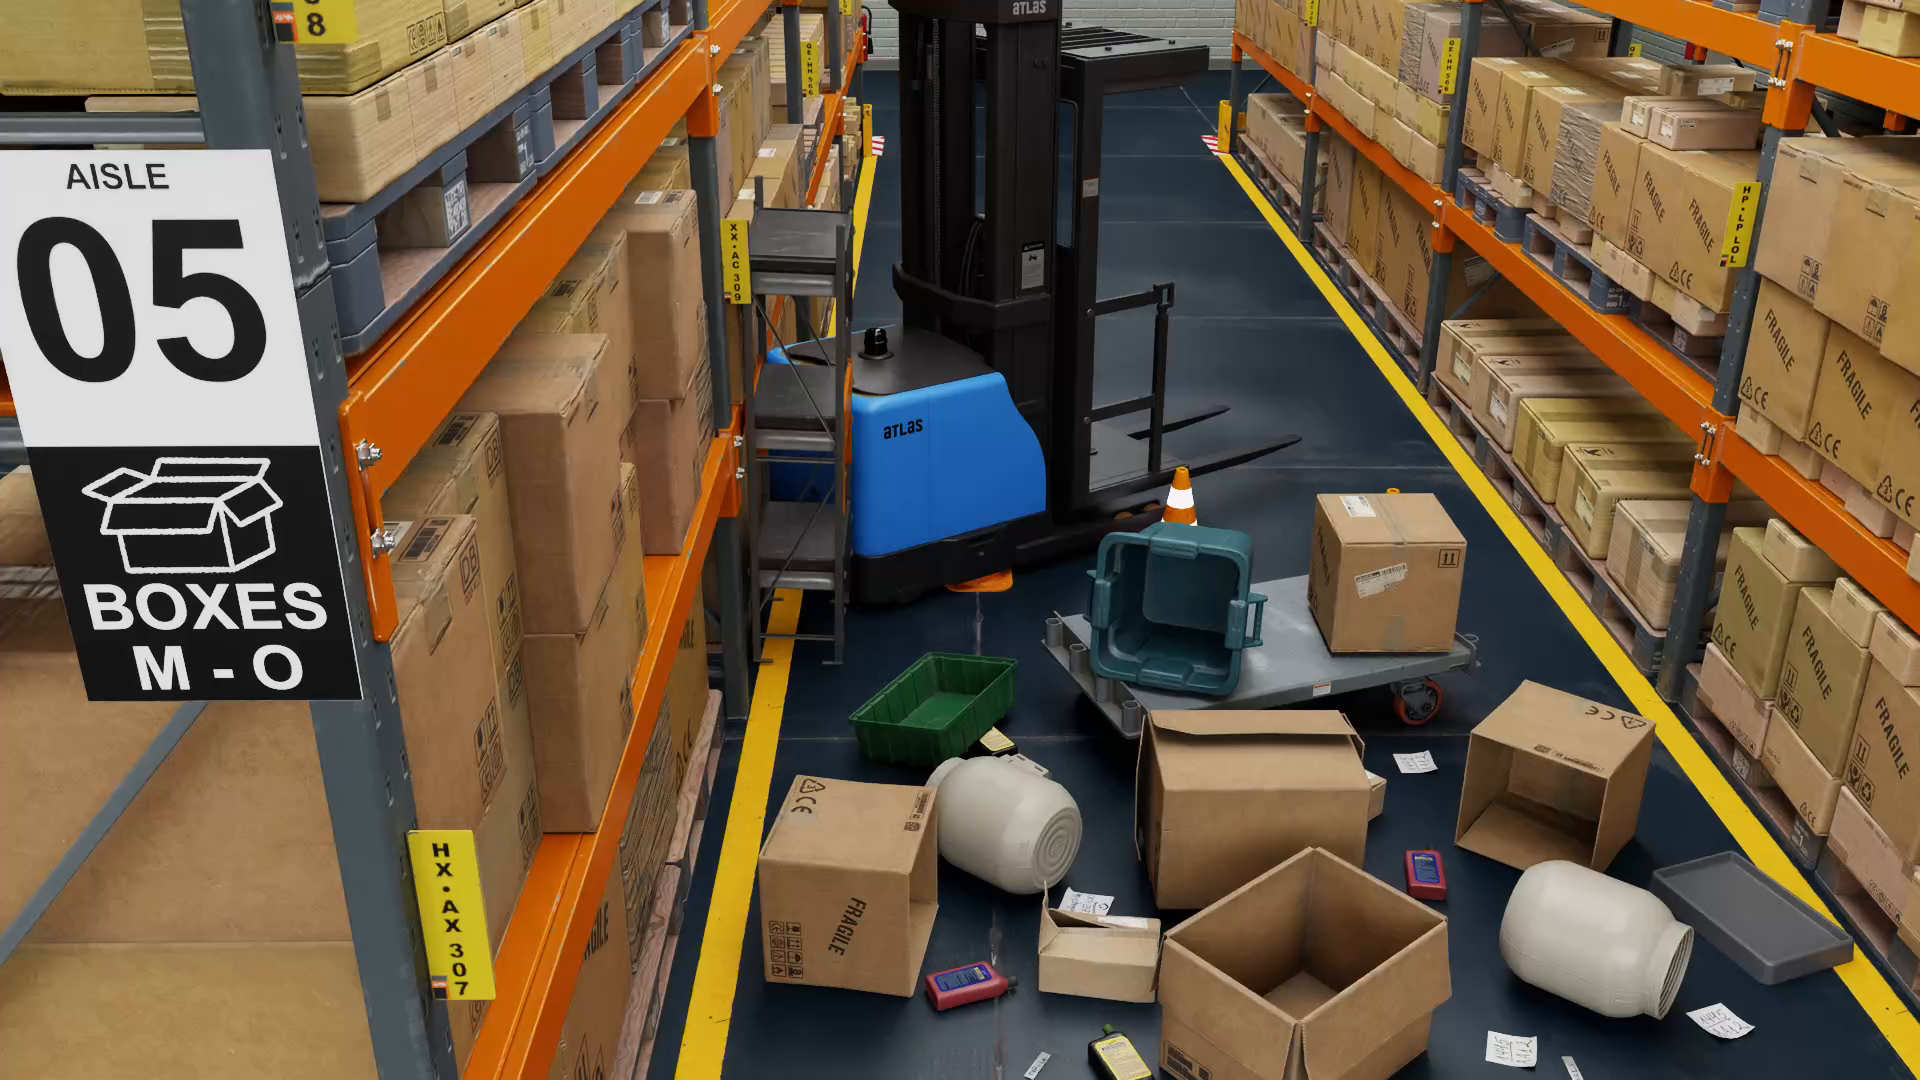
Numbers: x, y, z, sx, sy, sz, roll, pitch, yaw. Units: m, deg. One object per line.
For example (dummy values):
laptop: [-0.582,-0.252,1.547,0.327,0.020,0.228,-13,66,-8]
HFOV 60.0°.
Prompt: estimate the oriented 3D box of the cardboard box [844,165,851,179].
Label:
cardboard box: [-1.228,-3.494,15.785,0.380,0.149,0.250,-1,24,-2]

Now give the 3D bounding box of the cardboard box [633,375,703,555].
cardboard box: [-1.359,-0.309,5.611,0.875,0.550,0.550,0,24,-1]

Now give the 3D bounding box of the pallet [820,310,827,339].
pallet: [-1.454,-1.319,11.410,1.003,0.211,1.213,0,24,-1]

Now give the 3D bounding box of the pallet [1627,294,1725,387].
pallet: [3.682,-0.911,7.358,1.003,0.211,1.213,0,24,-1]

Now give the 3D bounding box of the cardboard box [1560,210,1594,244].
cardboard box: [3.288,-1.607,8.459,0.380,0.149,0.250,1,24,1]

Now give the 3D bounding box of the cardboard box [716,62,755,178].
cardboard box: [-1.438,-2.164,8.559,0.700,0.500,0.500,-1,24,-1]

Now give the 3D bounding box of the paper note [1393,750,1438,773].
paper note: [1.845,0.896,6.732,0.148,0.019,0.142,0,24,-1]

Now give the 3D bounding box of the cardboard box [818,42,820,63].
cardboard box: [-1.285,-3.754,12.845,0.380,0.149,0.250,1,24,2]

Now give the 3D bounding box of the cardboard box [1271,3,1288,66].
cardboard box: [3.166,-4.634,15.235,0.500,0.500,0.500,-1,24,-1]

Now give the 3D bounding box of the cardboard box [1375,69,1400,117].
cardboard box: [3.207,-3.111,11.565,0.500,0.250,0.500,-1,24,-2]

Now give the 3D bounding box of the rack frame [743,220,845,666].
rack frame: [-0.686,-0.330,6.932,0.400,2.100,0.015,2,33,-1]

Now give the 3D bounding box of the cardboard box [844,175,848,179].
cardboard box: [-1.175,-3.094,14.541,0.380,0.149,0.250,1,24,2]

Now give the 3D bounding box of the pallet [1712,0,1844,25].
pallet: [3.645,-2.219,6.604,1.213,0.211,1.003,0,24,-1]

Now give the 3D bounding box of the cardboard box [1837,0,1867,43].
cardboard box: [3.301,-1.804,5.764,0.380,0.149,0.250,-1,24,-1]

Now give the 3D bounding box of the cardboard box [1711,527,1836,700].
cardboard box: [3.282,0.281,6.406,0.500,0.500,0.500,1,24,2]

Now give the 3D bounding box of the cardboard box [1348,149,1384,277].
cardboard box: [3.562,-2.575,12.873,0.875,0.875,0.875,0,24,1]

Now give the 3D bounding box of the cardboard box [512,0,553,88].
cardboard box: [-1.054,-1.019,3.397,0.380,0.149,0.250,0,24,0]

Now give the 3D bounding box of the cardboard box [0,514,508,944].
cardboard box: [-1.325,0.316,2.920,0.875,0.550,0.550,0,24,-1]

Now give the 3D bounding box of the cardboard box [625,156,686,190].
cardboard box: [-1.434,-1.027,5.889,0.875,0.550,0.550,0,24,-1]

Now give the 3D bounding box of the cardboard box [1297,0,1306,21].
cardboard box: [3.177,-4.674,14.109,0.500,0.500,0.500,0,24,-1]

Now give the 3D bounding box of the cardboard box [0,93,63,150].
cardboard box: [-1.704,-0.699,2.690,0.380,0.149,0.250,0,24,0]

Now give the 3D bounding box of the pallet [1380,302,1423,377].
pallet: [3.568,-1.386,11.558,1.003,0.211,1.213,0,24,-1]

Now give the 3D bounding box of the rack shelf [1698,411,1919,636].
rack shelf: [3.567,0.469,4.946,1.077,0.370,4.000,0,24,-1]

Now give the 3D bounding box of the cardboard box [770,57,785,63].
cardboard box: [-1.265,-3.128,11.099,0.380,0.149,0.250,-1,24,-3]

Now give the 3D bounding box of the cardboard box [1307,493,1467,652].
cardboard box: [1.766,0.131,6.934,0.500,0.500,0.500,0,24,-1]

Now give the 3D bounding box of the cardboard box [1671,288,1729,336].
cardboard box: [3.264,-0.971,7.051,0.380,0.149,0.250,0,24,0]

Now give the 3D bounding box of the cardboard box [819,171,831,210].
cardboard box: [-1.218,-2.574,12.416,0.500,0.250,0.500,-1,24,-3]

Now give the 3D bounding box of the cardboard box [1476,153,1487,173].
cardboard box: [3.319,-2.273,9.932,0.380,0.149,0.250,-2,24,-4]

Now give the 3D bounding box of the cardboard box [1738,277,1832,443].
cardboard box: [3.271,-0.682,6.135,0.500,0.500,0.500,0,24,-1]

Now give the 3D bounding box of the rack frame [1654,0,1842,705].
rack frame: [3.545,-0.683,6.620,1.000,3.000,0.127,0,24,-1]

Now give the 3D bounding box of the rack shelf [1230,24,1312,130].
rack shelf: [3.436,-4.476,15.879,1.077,0.370,4.000,0,24,-1]

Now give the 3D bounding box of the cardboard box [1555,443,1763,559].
cardboard box: [3.526,-0.189,8.208,0.950,0.372,0.625,1,24,3]

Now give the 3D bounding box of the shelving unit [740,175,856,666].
shelving unit: [-0.684,-0.461,7.137,0.431,2.100,0.503,2,33,-1]

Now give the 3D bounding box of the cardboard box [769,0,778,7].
cardboard box: [-1.766,-4.745,13.905,0.500,0.500,0.500,-1,24,-2]

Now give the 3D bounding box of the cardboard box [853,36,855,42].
cardboard box: [-1.239,-5.005,16.482,0.380,0.149,0.250,0,24,1]

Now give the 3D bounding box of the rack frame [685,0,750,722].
rack frame: [-1.403,-0.619,6.479,1.000,3.000,0.127,0,24,-1]

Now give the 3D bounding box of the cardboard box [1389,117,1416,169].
cardboard box: [3.215,-2.681,11.219,0.500,0.250,0.500,0,24,0]

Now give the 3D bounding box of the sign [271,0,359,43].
sign: [-0.805,-0.772,2.020,0.100,0.325,0.005,0,24,-1]

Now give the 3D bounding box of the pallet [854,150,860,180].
pallet: [-1.560,-3.927,17.177,1.003,0.211,1.213,0,24,-1]

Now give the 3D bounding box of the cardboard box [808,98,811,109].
cardboard box: [-1.268,-3.183,11.943,0.380,0.149,0.250,-1,24,-2]

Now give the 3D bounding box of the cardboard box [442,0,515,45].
cardboard box: [-1.115,-1.051,2.984,0.500,0.250,0.500,-1,24,-1]

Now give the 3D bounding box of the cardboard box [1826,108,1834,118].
cardboard box: [8.260,-4.099,16.697,0.700,0.500,0.500,1,24,2]

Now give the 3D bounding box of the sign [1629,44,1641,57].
sign: [4.044,-2.829,10.056,0.100,0.325,0.005,0,24,-1]

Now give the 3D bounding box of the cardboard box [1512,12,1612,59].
cardboard box: [3.741,-3.037,10.490,0.500,0.500,0.500,-1,24,-2]

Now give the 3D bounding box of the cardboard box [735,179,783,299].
cardboard box: [-1.155,-1.506,8.318,0.500,0.500,0.500,0,24,0]

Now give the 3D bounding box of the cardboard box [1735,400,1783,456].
cardboard box: [3.228,-0.437,6.382,0.380,0.149,0.250,0,24,-1]

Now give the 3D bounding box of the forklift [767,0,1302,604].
forklift: [0.518,-1.480,8.465,3.031,2.935,1.130,-16,29,-31]

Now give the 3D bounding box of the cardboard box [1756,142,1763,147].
cardboard box: [3.821,-1.456,7.338,0.500,0.500,0.500,0,24,0]

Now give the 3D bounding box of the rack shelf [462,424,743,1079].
rack shelf: [-1.382,0.533,4.805,1.077,0.370,4.000,0,24,-1]

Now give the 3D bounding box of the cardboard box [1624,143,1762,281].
cardboard box: [3.304,-1.449,7.322,0.500,0.500,0.500,0,24,0]

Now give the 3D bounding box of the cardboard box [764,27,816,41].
cardboard box: [-1.283,-3.774,12.527,0.380,0.149,0.250,0,24,-1]

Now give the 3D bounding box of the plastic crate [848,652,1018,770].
plastic crate: [-0.092,0.702,6.901,0.450,0.188,0.662,3,22,31]

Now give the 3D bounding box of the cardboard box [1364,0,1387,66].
cardboard box: [3.223,-3.669,11.887,0.500,0.500,0.500,-1,24,-1]

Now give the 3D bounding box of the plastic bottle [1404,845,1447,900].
plastic bottle: [1.684,1.196,6.031,0.133,0.061,0.283,4,25,9]

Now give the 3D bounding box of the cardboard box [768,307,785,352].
cardboard box: [-1.518,-0.822,9.148,1.050,0.750,0.750,0,24,0]
